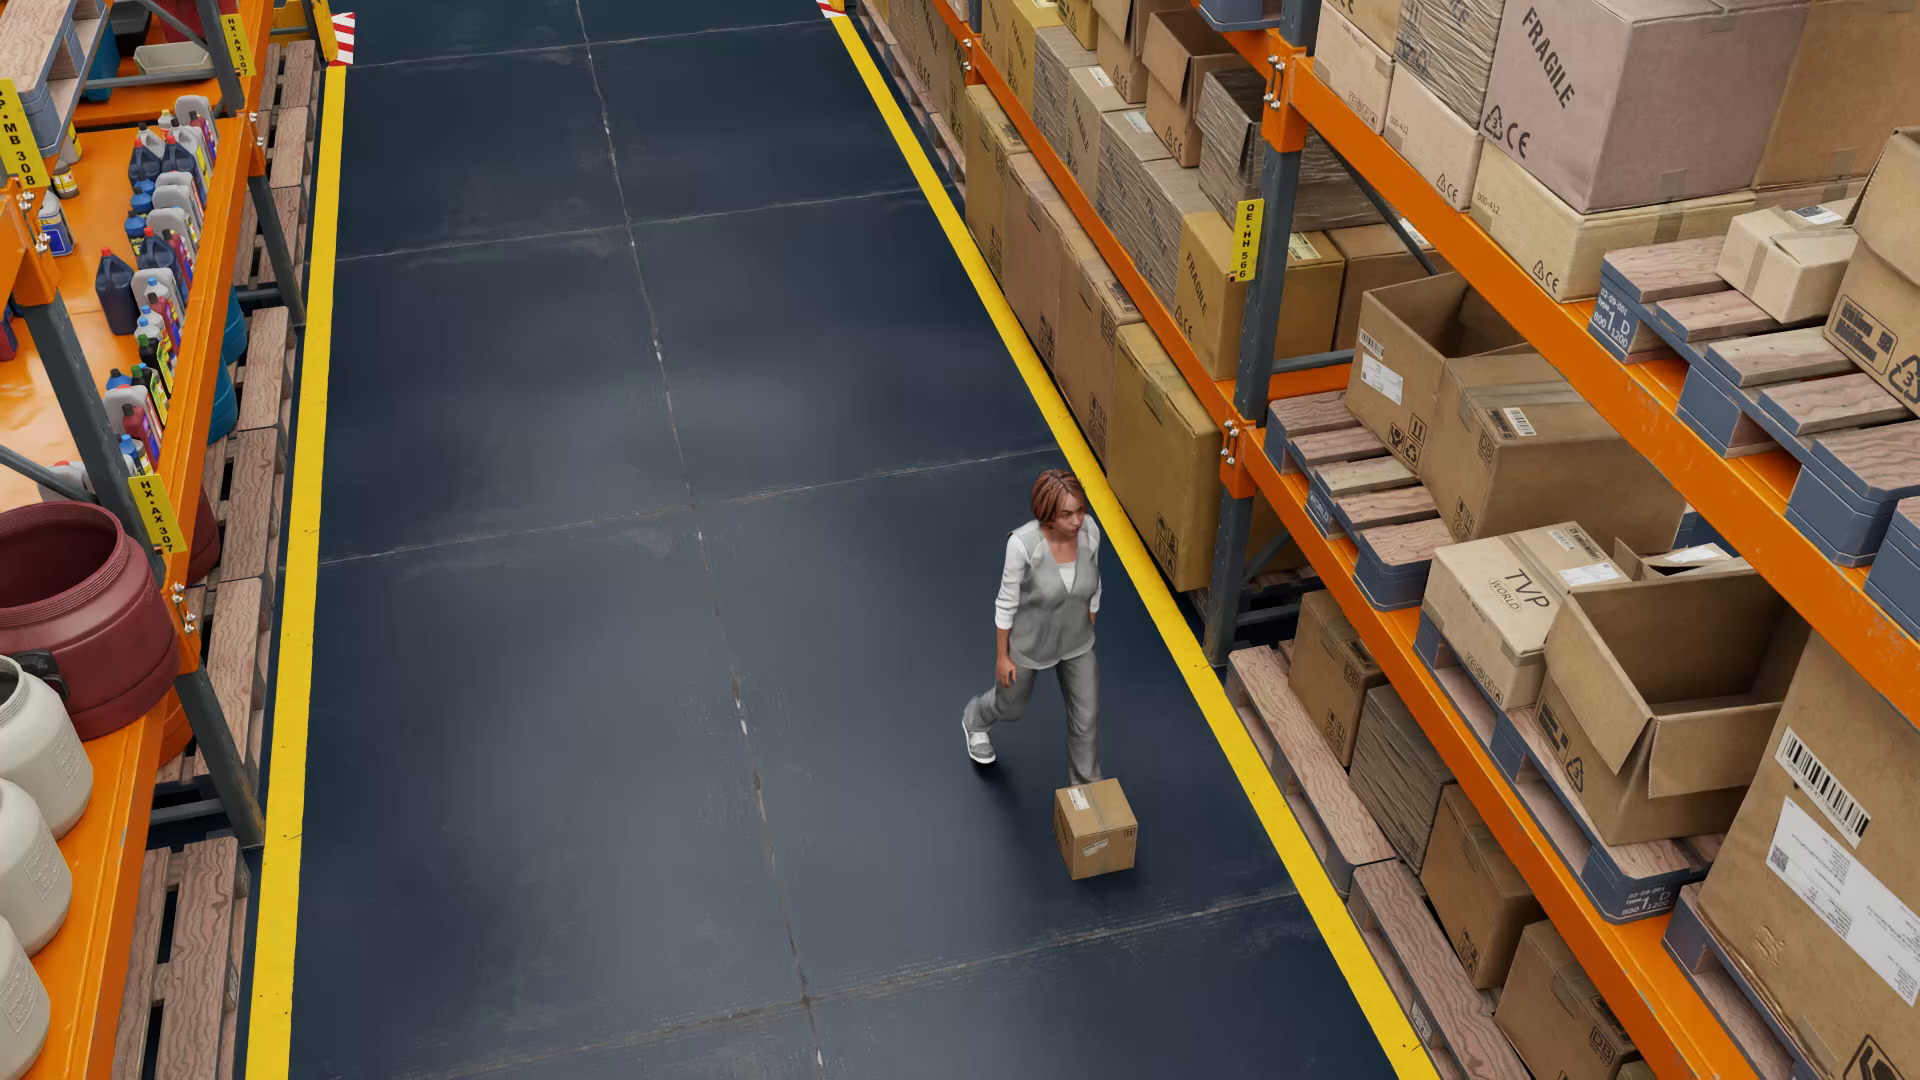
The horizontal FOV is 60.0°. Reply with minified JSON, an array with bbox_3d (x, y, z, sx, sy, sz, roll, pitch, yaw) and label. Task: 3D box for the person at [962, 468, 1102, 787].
[{"bbox_3d":[0.329,0.387,6.223,0.450,1.567,0.807,-13,41,-16],"label":"person"}]
